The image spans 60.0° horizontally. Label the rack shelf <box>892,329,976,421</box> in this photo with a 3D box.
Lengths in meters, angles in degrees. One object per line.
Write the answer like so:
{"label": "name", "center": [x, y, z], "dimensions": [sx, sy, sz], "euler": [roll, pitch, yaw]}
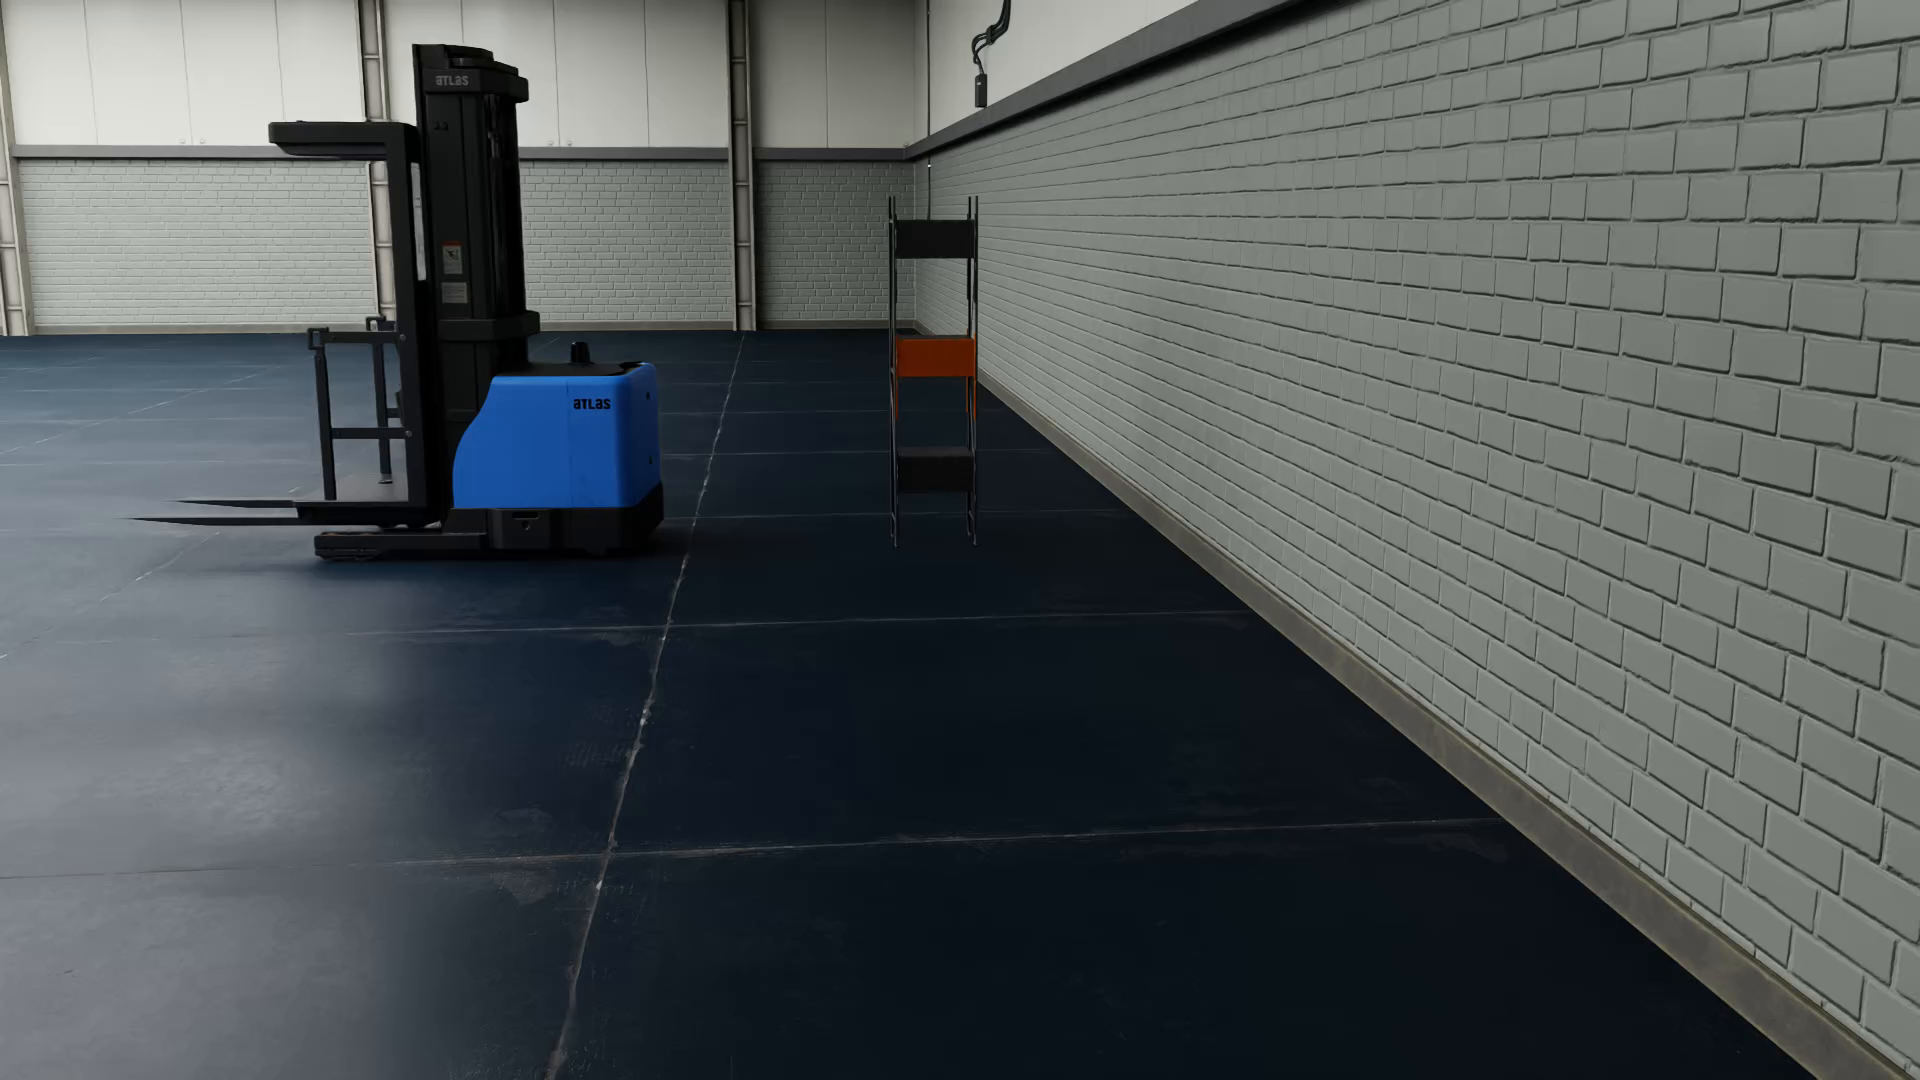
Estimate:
{"label": "rack shelf", "center": [-0.165, -1.013, 10.151], "dimensions": [0.480, 0.518, 0.431], "euler": [-1, 11, -6]}

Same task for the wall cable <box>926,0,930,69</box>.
{"label": "wall cable", "center": [-0.385, -8.323, 24.334], "dimensions": [0.112, 2.526, 3.097], "euler": [-1, 11, -6]}

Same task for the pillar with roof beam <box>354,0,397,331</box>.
{"label": "pillar with roof beam", "center": [-9.249, -7.129, 23.303], "dimensions": [0.400, 9.000, 9.100], "euler": [-1, 11, -6]}

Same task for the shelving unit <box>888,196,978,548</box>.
{"label": "shelving unit", "center": [-0.165, -1.027, 10.148], "dimensions": [0.503, 2.100, 0.431], "euler": [-1, 11, -6]}

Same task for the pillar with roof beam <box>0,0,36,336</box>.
{"label": "pillar with roof beam", "center": [-15.214, -7.004, 22.667], "dimensions": [0.400, 9.000, 9.100], "euler": [-1, 11, -6]}

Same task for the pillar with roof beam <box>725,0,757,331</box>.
{"label": "pillar with roof beam", "center": [-3.284, -7.254, 23.939], "dimensions": [0.400, 9.000, 9.100], "euler": [-1, 11, -6]}

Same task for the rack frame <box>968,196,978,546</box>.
{"label": "rack frame", "center": [0.078, -1.032, 10.174], "dimensions": [0.015, 2.100, 0.400], "euler": [-1, 11, -6]}

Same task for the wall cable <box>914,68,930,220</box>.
{"label": "wall cable", "center": [-0.677, -6.364, 27.460], "dimensions": [0.112, 2.526, 3.097], "euler": [-1, 11, -6]}

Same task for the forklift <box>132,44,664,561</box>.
{"label": "forklift", "center": [-3.412, -1.417, 9.977], "dimensions": [3.031, 2.935, 1.130], "euler": [0, 11, -1]}

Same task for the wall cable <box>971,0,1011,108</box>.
{"label": "wall cable", "center": [0.332, -7.735, 17.570], "dimensions": [0.169, 6.003, 2.305], "euler": [-1, 11, -6]}

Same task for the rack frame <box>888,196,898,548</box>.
{"label": "rack frame", "center": [-0.407, -1.022, 10.122], "dimensions": [0.015, 2.100, 0.400], "euler": [-1, 11, -6]}

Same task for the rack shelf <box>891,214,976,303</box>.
{"label": "rack shelf", "center": [-0.165, -1.700, 10.016], "dimensions": [0.480, 0.518, 0.431], "euler": [-1, 11, -6]}

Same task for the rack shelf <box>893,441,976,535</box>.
{"label": "rack shelf", "center": [-0.165, -0.327, 10.286], "dimensions": [0.480, 0.518, 0.431], "euler": [-1, 11, -6]}
